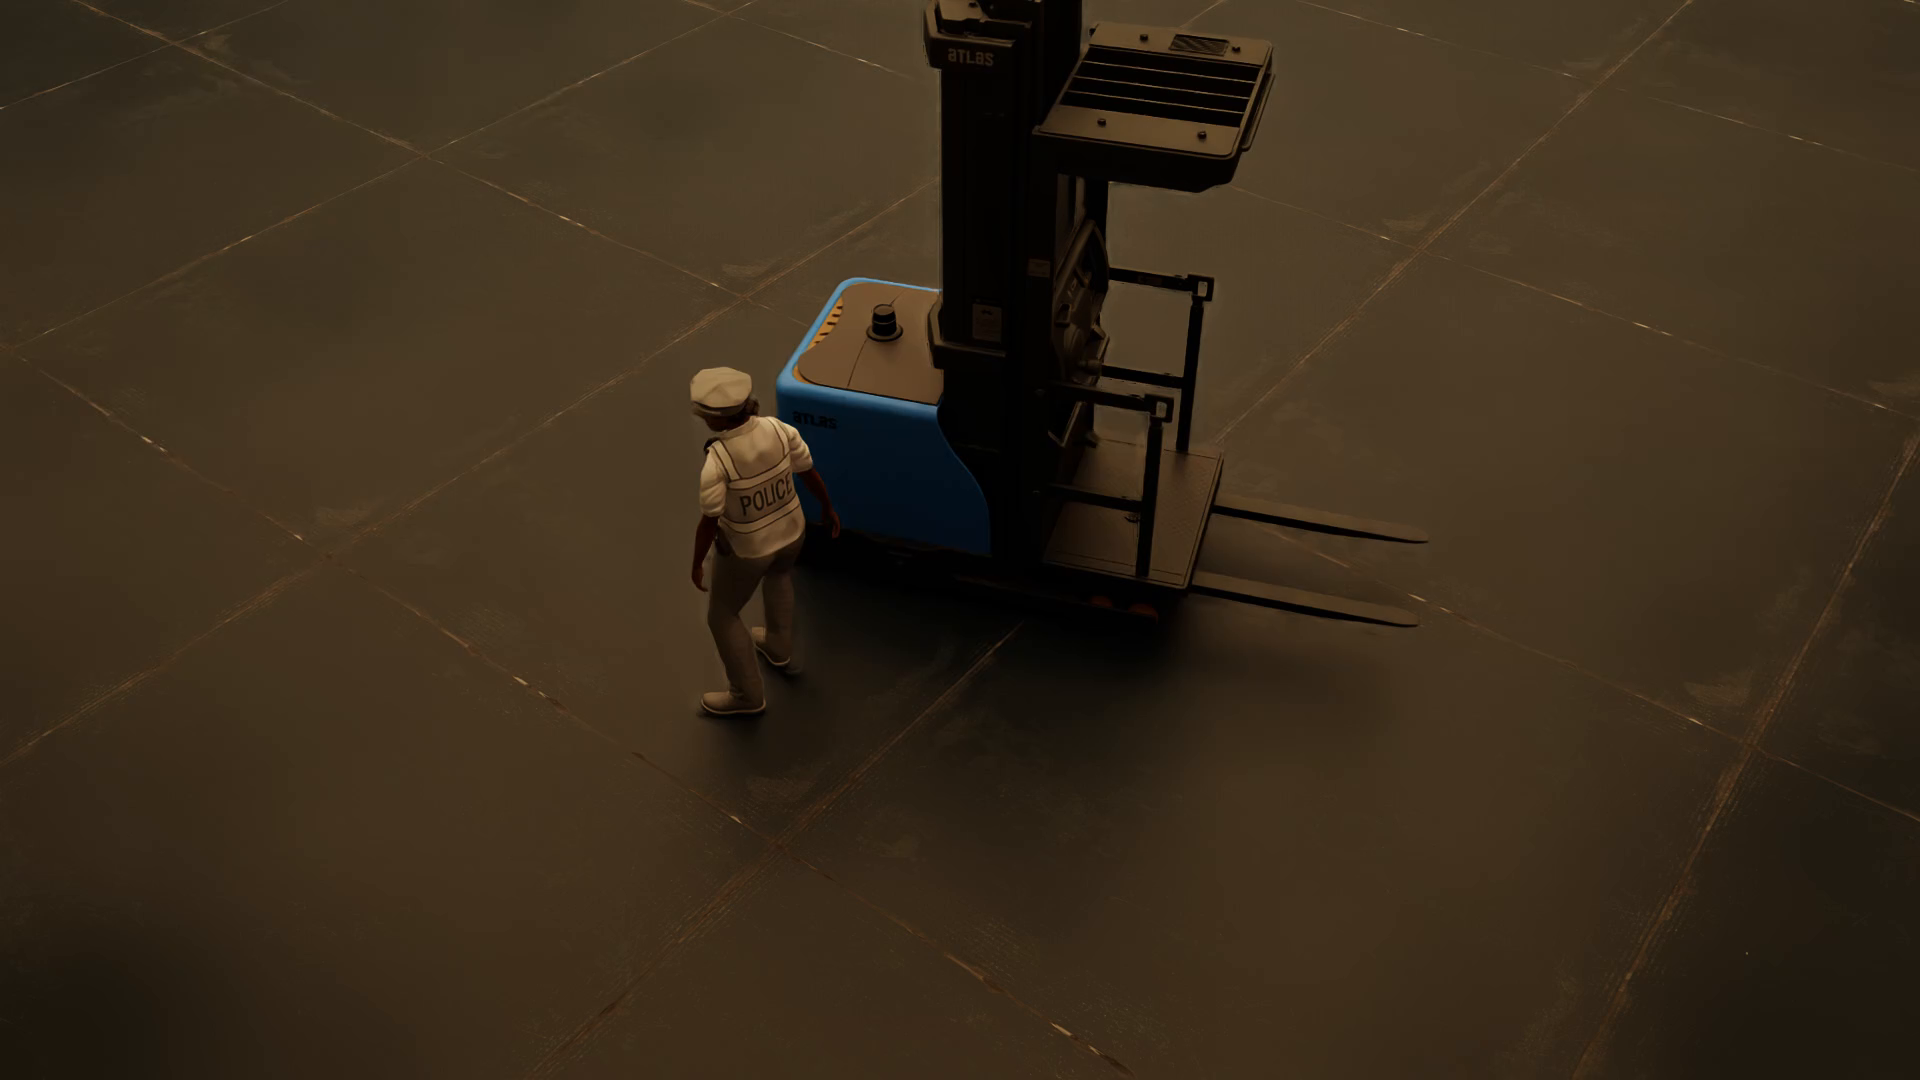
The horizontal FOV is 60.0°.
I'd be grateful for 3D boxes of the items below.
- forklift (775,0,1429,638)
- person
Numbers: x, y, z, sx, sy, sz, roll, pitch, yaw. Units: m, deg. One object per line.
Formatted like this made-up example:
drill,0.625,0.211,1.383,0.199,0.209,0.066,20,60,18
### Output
forklift,0.717,-1.042,7.297,3.031,2.935,1.130,11,42,12
person,-0.887,-0.024,7.132,0.748,1.627,0.463,-30,49,-30
